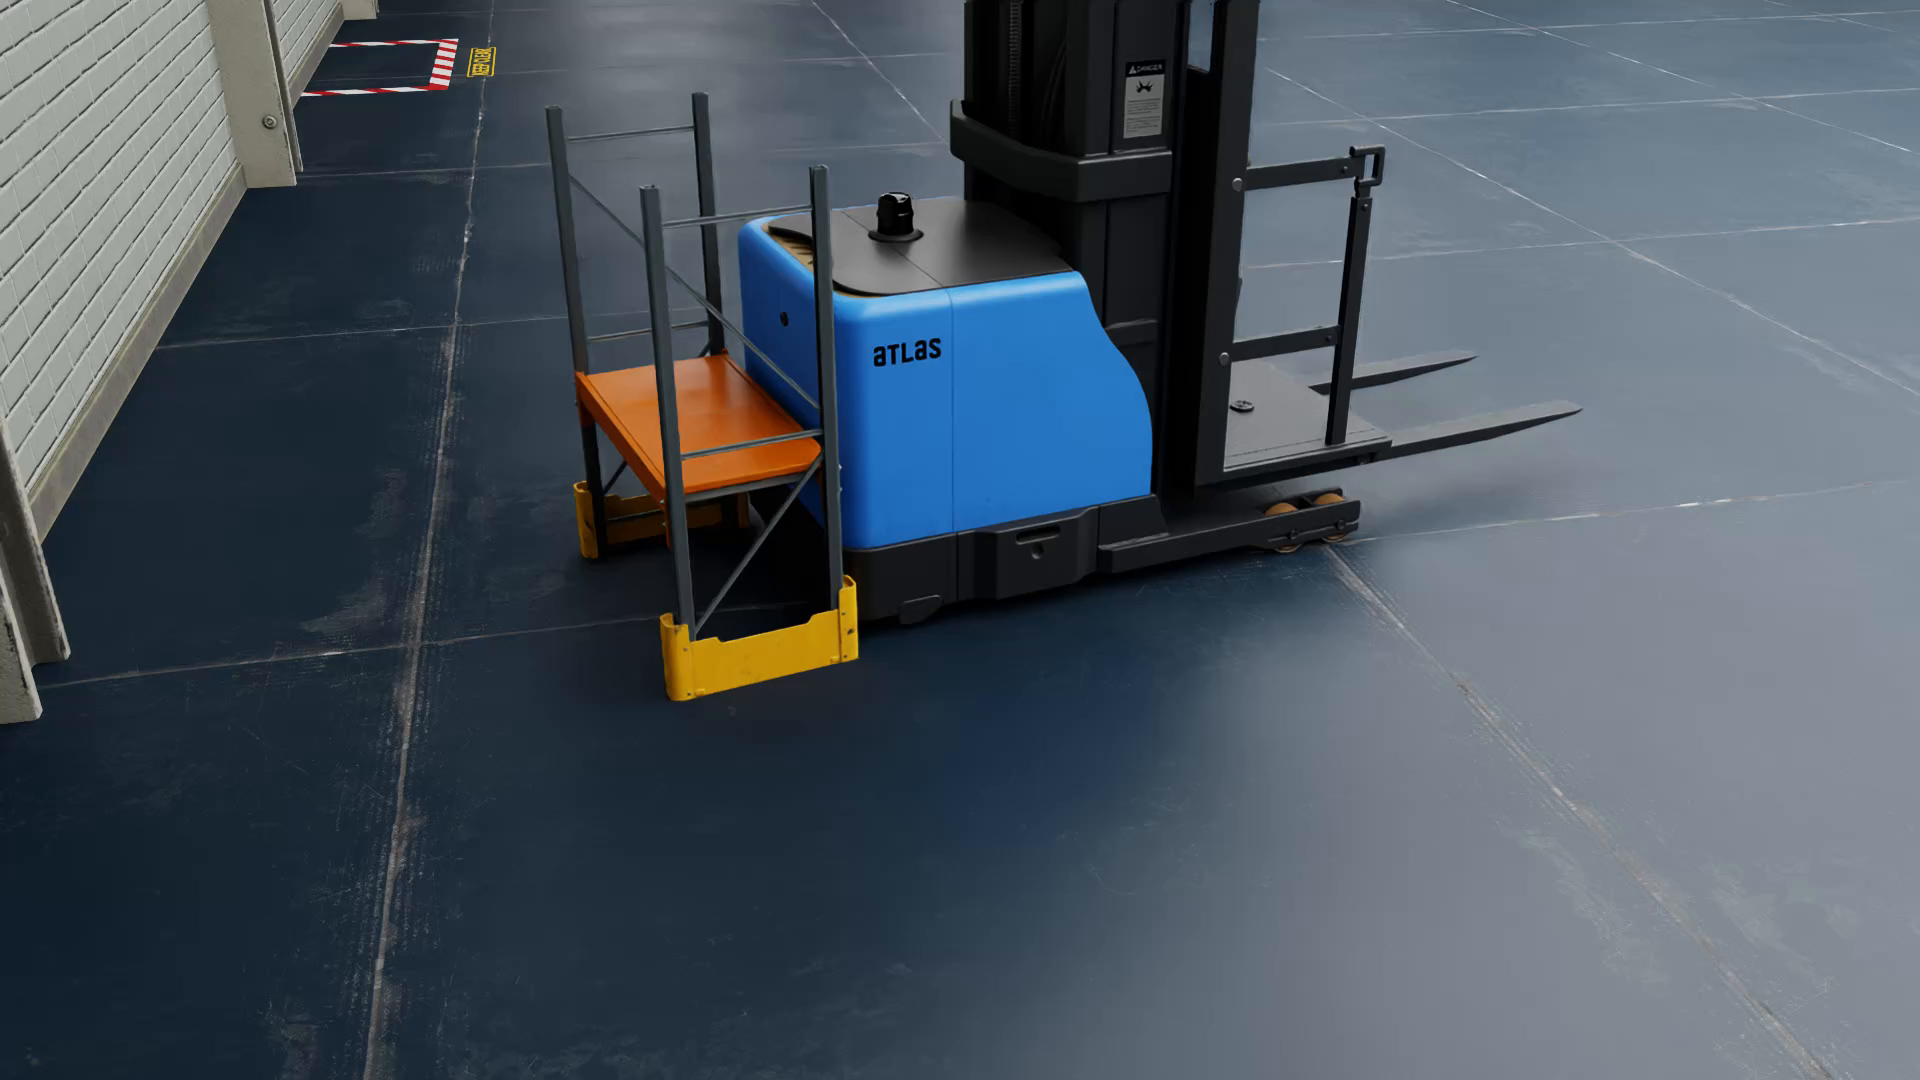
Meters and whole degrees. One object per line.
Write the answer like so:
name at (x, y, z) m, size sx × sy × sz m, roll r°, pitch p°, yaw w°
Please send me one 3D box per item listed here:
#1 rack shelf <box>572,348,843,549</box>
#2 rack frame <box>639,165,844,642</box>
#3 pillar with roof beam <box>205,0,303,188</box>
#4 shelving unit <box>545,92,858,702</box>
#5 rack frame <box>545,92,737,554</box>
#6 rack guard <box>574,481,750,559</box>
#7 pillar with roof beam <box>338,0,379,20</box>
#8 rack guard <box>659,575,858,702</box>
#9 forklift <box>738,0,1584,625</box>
rack shelf at (-0.796, -0.309, 5.097) m, size 0.538 × 0.185 × 1.000 m, roll -12°, pitch 29°, yaw -23°
rack frame at (-0.576, -0.263, 4.607) m, size 0.500 × 1.500 × 0.032 m, roll -12°, pitch 29°, yaw -23°
pillar with roof beam at (0.020, -6.648, 8.935) m, size 9.100 × 9.000 × 0.400 m, roll -6°, pitch 27°, yaw -12°
shelving unit at (-0.800, -0.473, 5.023) m, size 0.587 × 1.500 × 1.083 m, roll -12°, pitch 29°, yaw -23°
rack frame at (-1.017, -0.676, 5.424) m, size 0.500 × 1.500 × 0.032 m, roll -12°, pitch 29°, yaw -23°
rack guard at (-1.016, -0.117, 5.705) m, size 0.587 × 0.250 × 0.087 m, roll -12°, pitch 29°, yaw -23°
pillar with roof beam at (-1.332, -9.282, 14.154) m, size 9.100 × 9.000 × 0.400 m, roll -6°, pitch 27°, yaw -12°
rack guard at (-0.584, 0.287, 4.904) m, size 0.587 × 0.250 × 0.087 m, roll -12°, pitch 29°, yaw -23°
forklift at (0.822, -1.470, 5.410) m, size 3.031 × 2.935 × 1.130 m, roll -11°, pitch 29°, yaw -21°
